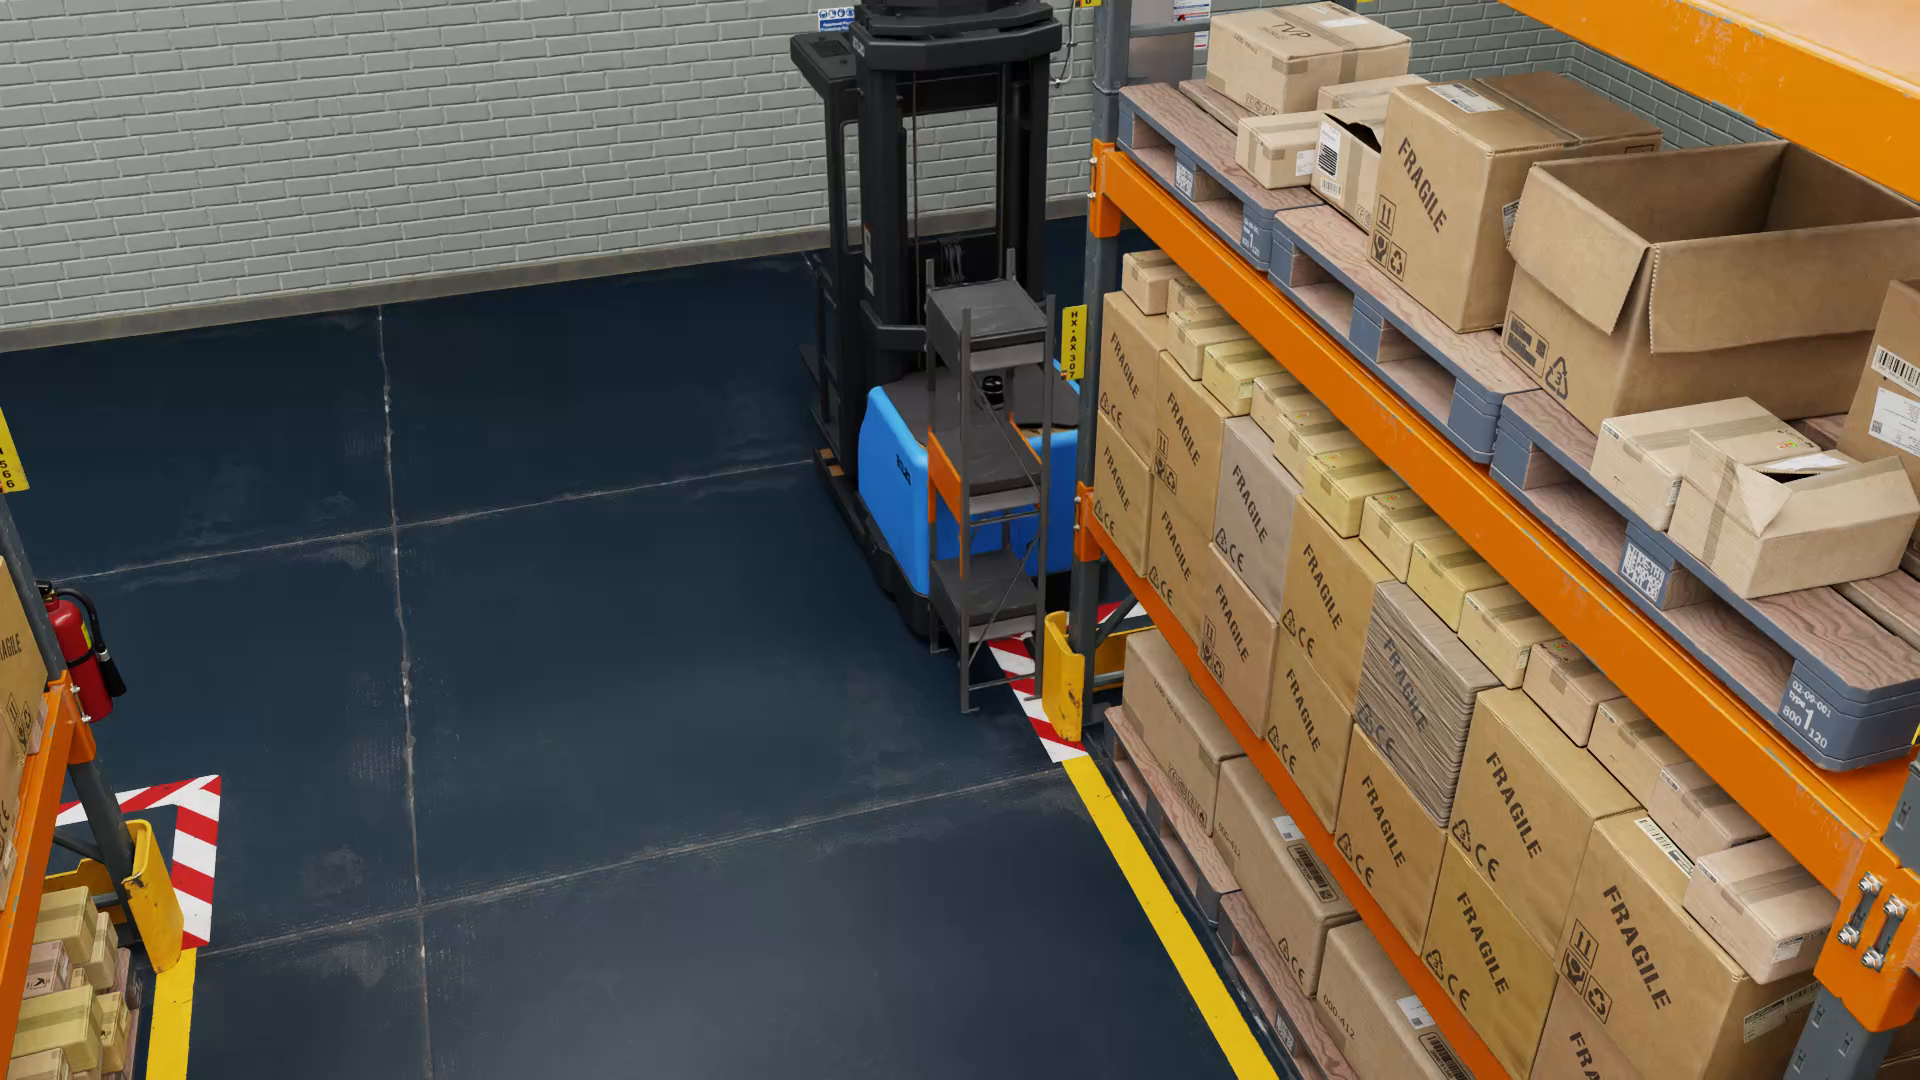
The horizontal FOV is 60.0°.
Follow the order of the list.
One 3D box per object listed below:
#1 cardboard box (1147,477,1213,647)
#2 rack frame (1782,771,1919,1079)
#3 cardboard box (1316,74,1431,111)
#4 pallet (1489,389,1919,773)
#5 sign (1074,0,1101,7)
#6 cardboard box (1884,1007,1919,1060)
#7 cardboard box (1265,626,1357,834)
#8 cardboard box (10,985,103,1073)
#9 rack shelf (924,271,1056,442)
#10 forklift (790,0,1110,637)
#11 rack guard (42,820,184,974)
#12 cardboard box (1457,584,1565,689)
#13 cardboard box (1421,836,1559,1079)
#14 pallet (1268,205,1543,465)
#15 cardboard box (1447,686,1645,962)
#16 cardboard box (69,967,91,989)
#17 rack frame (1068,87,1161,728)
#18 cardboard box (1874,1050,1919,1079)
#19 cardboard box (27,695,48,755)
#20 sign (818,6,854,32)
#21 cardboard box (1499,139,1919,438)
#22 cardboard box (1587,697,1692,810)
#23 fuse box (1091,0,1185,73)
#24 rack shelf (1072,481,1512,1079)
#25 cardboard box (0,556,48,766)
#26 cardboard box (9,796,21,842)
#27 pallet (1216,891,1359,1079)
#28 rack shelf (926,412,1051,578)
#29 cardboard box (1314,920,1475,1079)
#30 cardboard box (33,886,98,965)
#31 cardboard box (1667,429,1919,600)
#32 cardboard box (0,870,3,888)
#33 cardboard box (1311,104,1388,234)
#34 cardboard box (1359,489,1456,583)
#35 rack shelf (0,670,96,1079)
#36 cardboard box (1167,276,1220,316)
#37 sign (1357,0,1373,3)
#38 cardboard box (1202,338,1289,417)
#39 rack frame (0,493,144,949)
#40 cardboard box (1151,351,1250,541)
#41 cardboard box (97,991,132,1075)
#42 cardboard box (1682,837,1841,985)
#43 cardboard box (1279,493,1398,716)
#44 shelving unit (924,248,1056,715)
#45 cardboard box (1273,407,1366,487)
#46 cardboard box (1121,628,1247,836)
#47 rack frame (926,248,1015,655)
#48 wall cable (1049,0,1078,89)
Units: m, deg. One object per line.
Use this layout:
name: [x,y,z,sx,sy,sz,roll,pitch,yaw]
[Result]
cardboard box: [1.041,0.033,6.208,0.500,0.500,0.500,-10,35,-15]
rack frame: [2.207,1.614,3.907,1.000,3.000,0.127,-10,35,-15]
cardboard box: [1.414,-1.422,5.536,0.380,0.149,0.250,-13,36,-18]
pallet: [1.968,-0.032,3.757,1.003,0.211,1.213,-10,35,-15]
sign: [0.457,-2.045,5.859,0.100,0.325,0.005,-10,35,-15]
cardboard box: [2.293,0.864,4.043,0.500,0.500,0.500,-10,35,-14]
cardboard box: [1.348,0.563,5.405,0.500,0.500,0.500,-9,34,-13]
cardboard box: [-3.071,1.657,5.507,0.380,0.149,0.250,-11,35,-16]
rack shelf: [0.122,-0.791,7.115,0.431,0.518,0.480,-10,35,-15]
forklift: [-0.207,-1.551,8.758,1.130,2.935,3.031,-11,35,-16]
rack guard: [-3.673,1.482,6.374,1.175,0.500,0.348,-10,35,-15]
cardboard box: [1.561,0.231,4.412,0.380,0.149,0.250,-10,35,-15]
cardboard box: [1.660,1.102,4.590,0.500,0.500,0.500,-11,35,-16]
pallet: [1.599,-0.672,4.724,1.003,0.211,1.213,-10,35,-15]
cardboard box: [1.653,0.686,4.313,0.500,0.500,0.500,-11,35,-15]
cardboard box: [-3.235,1.665,5.765,0.380,0.149,0.250,-11,35,-16]
rack frame: [0.987,-0.486,7.085,1.000,3.000,0.127,-10,35,-15]
cardboard box: [2.313,1.282,4.319,0.500,0.500,0.500,-9,34,-13]
cardboard box: [-3.328,0.627,5.627,0.380,0.149,0.250,-10,35,-15]
sign: [-0.820,-3.580,11.521,0.327,0.218,0.001,-10,35,-15]
cardboard box: [1.765,-0.600,3.971,0.797,0.503,0.637,-7,34,-11]
cardboard box: [1.766,0.487,4.026,0.380,0.149,0.250,-10,35,-15]
fuse box: [1.290,-3.182,12.333,0.539,1.711,0.414,-10,35,-15]
rack shelf: [1.597,0.864,5.694,1.077,0.370,4.000,-10,35,-15]
cardboard box: [-3.314,0.426,5.344,0.500,0.500,0.500,-9,35,-14]
cardboard box: [-3.197,0.893,5.224,0.380,0.149,0.250,-10,35,-15]
pallet: [1.674,1.723,6.271,1.003,0.211,1.213,-10,35,-15]
rack shelf: [0.122,-0.207,7.502,0.431,0.518,0.480,-10,35,-15]
cardboard box: [1.844,1.690,5.735,0.875,0.438,0.875,-11,35,-16]
cardboard box: [-3.293,1.400,5.895,0.380,0.149,0.250,-10,35,-14]
cardboard box: [1.708,-0.080,3.399,0.396,0.266,0.258,-9,34,-13]
cardboard box: [-2.998,0.962,4.533,0.500,0.500,0.500,-10,35,-15]
cardboard box: [1.396,-1.123,4.937,0.500,0.311,0.500,-9,35,-14]
cardboard box: [1.391,-0.032,4.812,0.380,0.149,0.250,-10,35,-15]
rack shelf: [-3.086,1.749,4.354,1.077,0.370,4.000,-10,35,-15]
cardboard box: [0.979,-0.857,6.060,0.380,0.149,0.250,-9,35,-14]
sign: [1.508,-2.158,6.163,0.100,0.325,0.005,-10,35,-15]
cardboard box: [1.047,-0.566,5.620,0.380,0.149,0.250,-11,35,-16]
rack frame: [-3.696,0.399,5.745,1.000,3.000,0.127,-10,35,-15]
cardboard box: [1.027,-0.375,5.919,0.500,0.500,0.500,-11,35,-16]
cardboard box: [-3.162,1.773,5.871,0.380,0.149,0.250,-9,35,-13]
cardboard box: [1.810,0.776,3.588,0.380,0.149,0.250,-11,35,-16]
cardboard box: [1.344,0.155,5.116,0.500,0.500,0.500,-10,35,-15]
shelving unit: [0.122,-0.219,7.495,0.431,2.100,0.503,-10,35,-15]
cardboard box: [1.213,-0.299,5.216,0.380,0.149,0.250,-10,35,-14]
cardboard box: [1.284,0.737,7.176,0.875,0.438,0.875,-11,35,-16]
rack frame: [0.046,-0.347,7.688,0.400,2.100,0.015,-10,35,-15]
wall cable: [0.592,-4.111,11.649,0.588,1.984,0.122,-10,35,-15]
